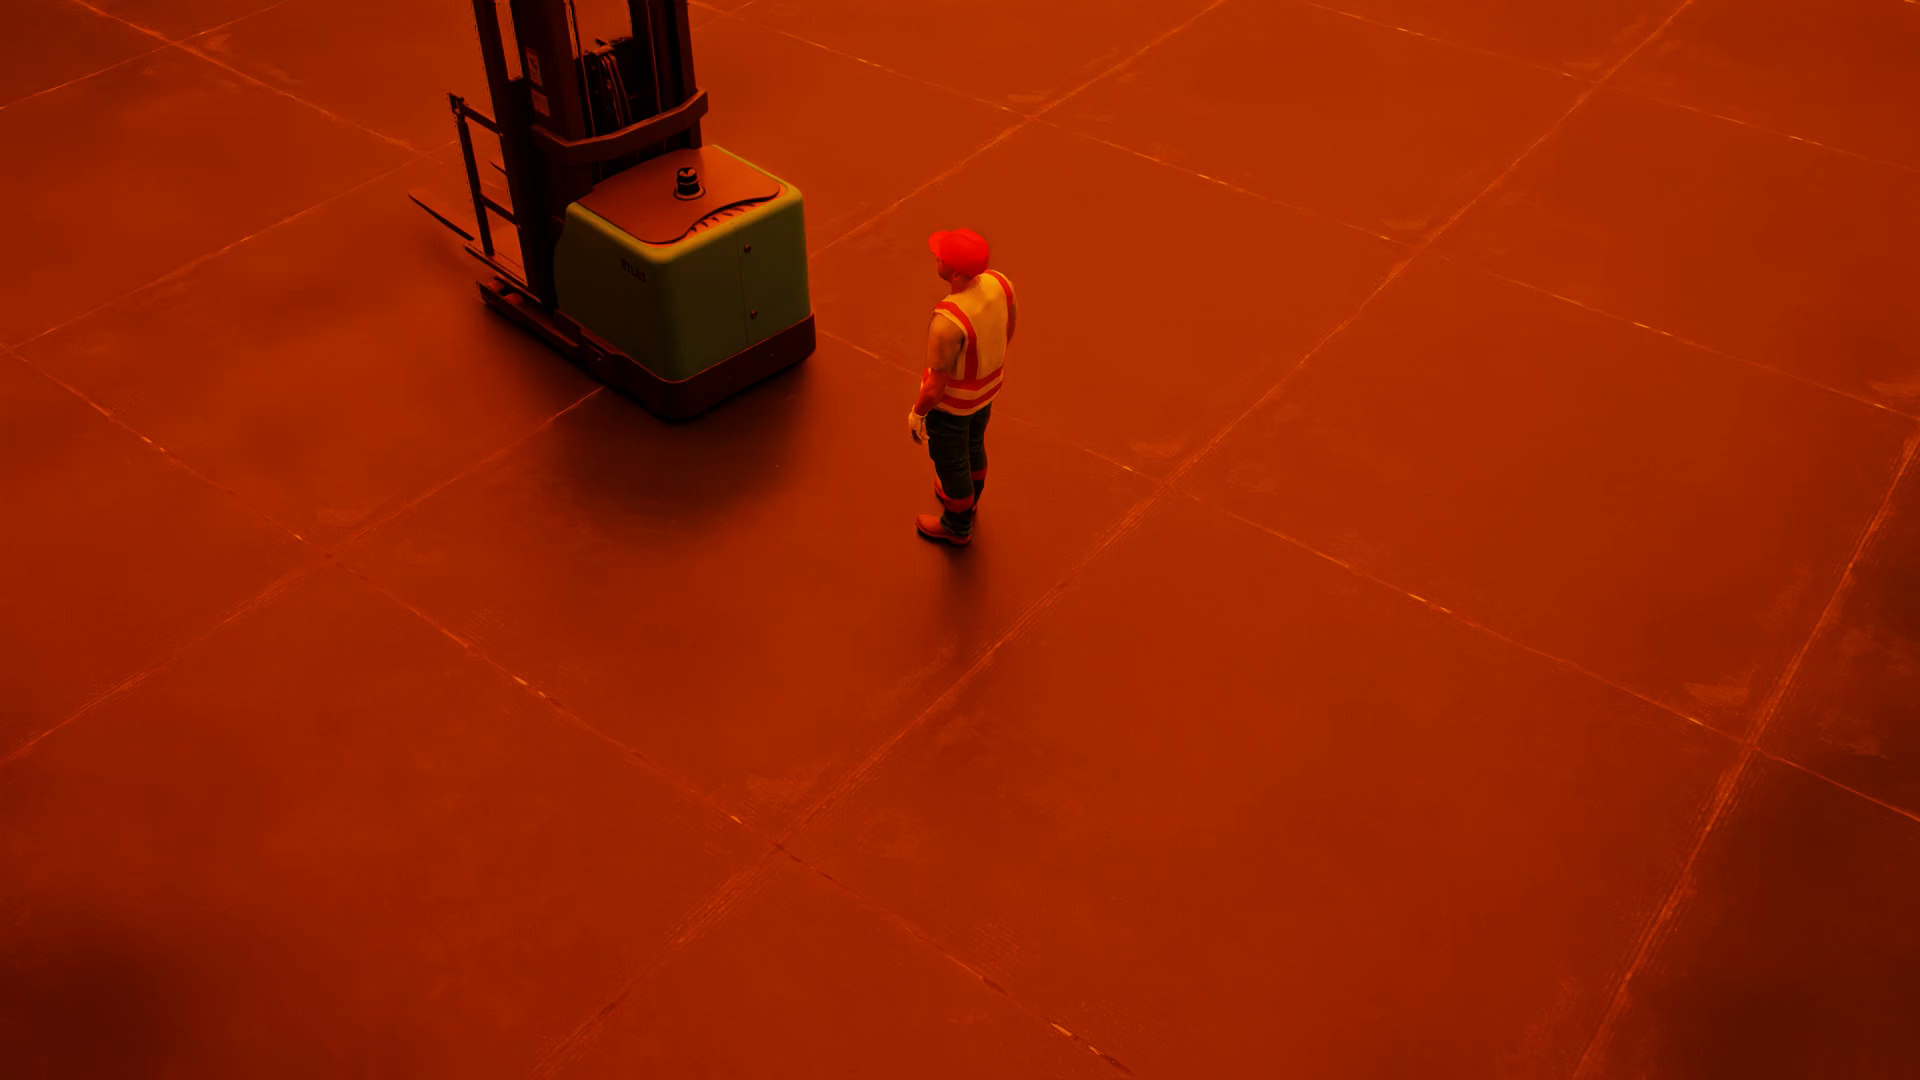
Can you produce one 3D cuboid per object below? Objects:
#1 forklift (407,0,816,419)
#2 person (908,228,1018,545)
[{"bbox_3d":[-2.219,-2.622,9.150,1.130,2.935,3.031,-33,50,-32],"label":"forklift"},{"bbox_3d":[-0.056,-0.724,7.792,0.564,1.787,0.637,26,47,28],"label":"person"}]
